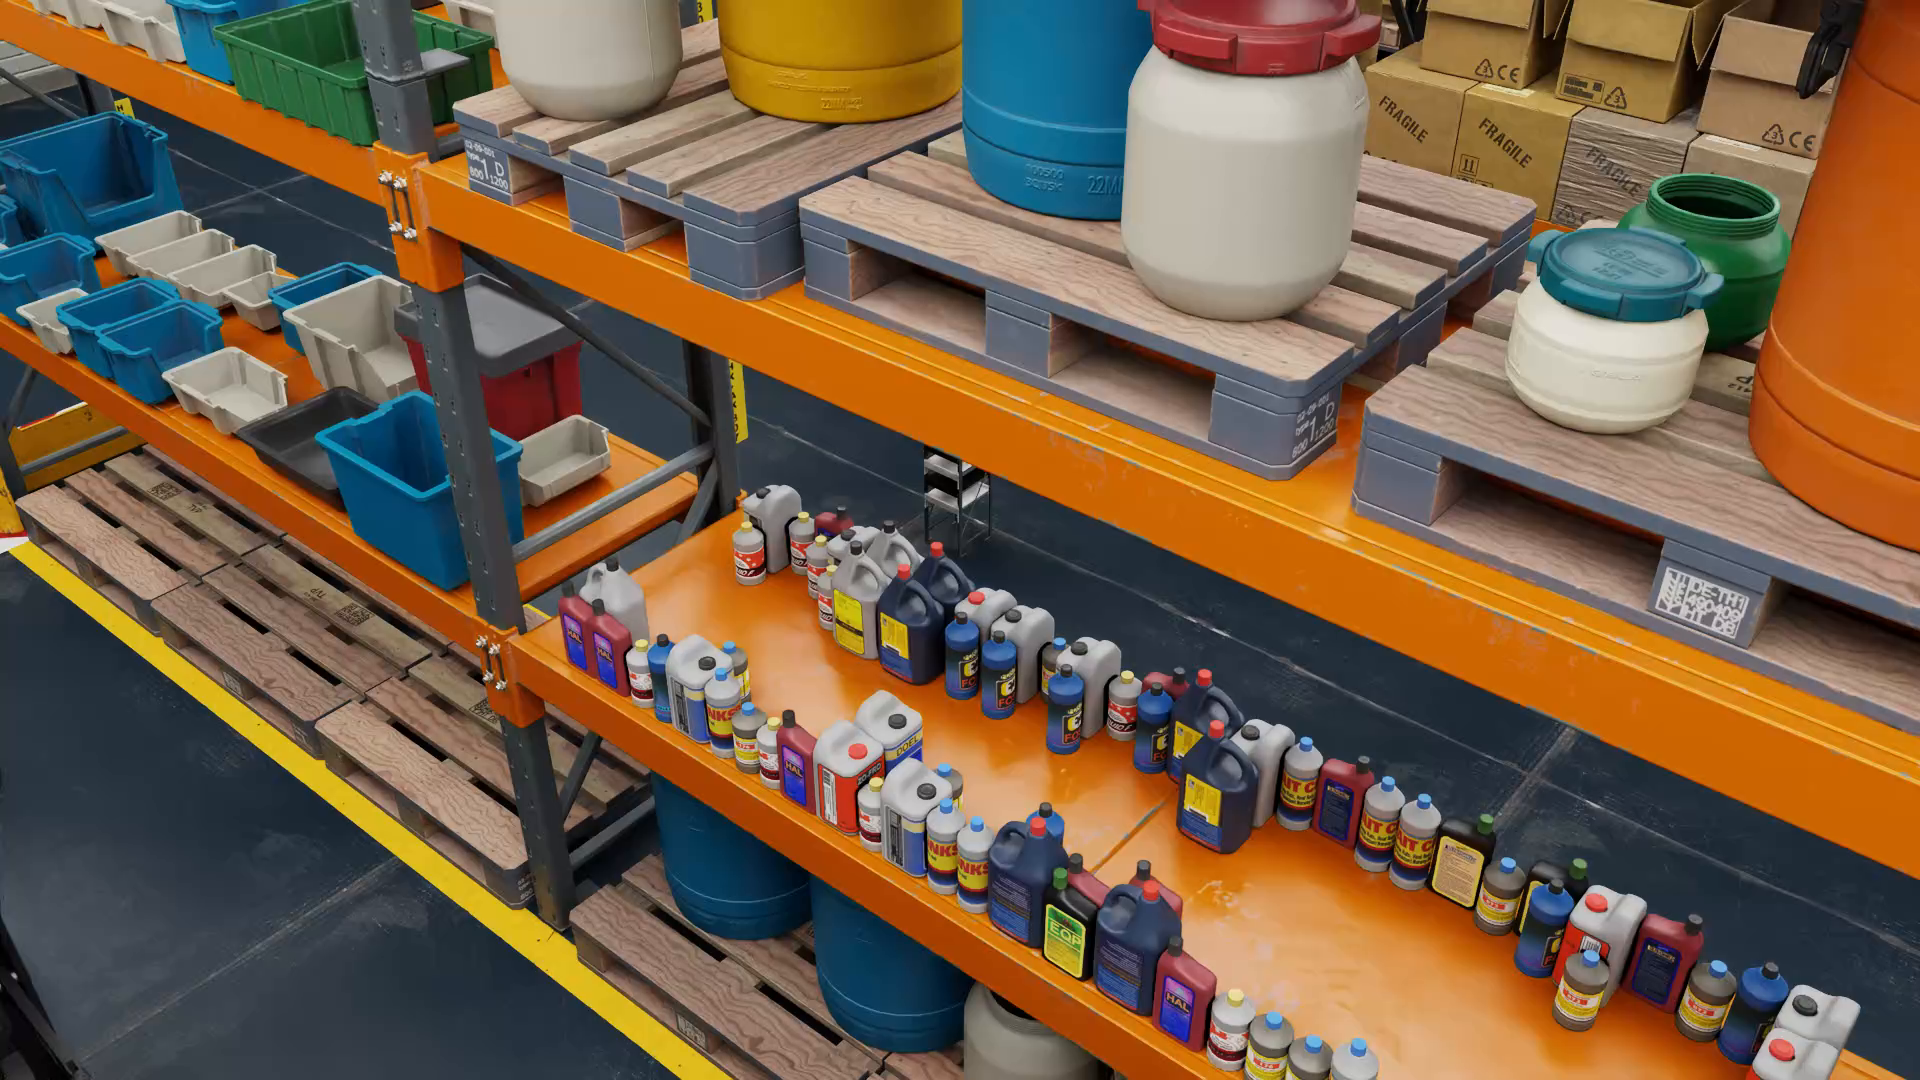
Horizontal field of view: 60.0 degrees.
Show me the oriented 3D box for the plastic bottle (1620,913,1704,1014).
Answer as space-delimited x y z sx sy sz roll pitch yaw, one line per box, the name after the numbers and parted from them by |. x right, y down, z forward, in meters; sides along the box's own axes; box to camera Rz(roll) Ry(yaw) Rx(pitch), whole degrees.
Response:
1.618 0.951 3.818 0.133 0.283 0.061 25 42 32 | plastic bottle

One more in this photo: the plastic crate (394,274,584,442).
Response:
-1.633 -0.593 5.855 0.583 0.464 0.402 25 42 32 | plastic crate

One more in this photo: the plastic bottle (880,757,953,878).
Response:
-0.105 0.694 4.199 0.135 0.276 0.152 25 42 32 | plastic bottle

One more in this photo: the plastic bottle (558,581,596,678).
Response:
-1.098 0.257 4.829 0.133 0.283 0.061 25 42 32 | plastic bottle

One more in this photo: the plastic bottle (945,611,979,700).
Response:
0.005 0.322 4.746 0.097 0.271 0.097 0 34 0 | plastic bottle

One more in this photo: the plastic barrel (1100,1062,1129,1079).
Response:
0.712 1.581 4.557 0.708 0.588 0.600 25 42 32 | plastic barrel

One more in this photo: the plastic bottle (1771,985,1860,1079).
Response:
1.841 1.093 3.618 0.135 0.276 0.152 25 42 32 | plastic bottle

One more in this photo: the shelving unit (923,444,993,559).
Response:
-0.006 -0.374 7.500 0.210 0.900 0.258 25 42 32 | shelving unit

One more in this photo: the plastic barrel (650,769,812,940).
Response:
-0.700 0.787 5.437 0.708 0.901 0.600 25 42 32 | plastic barrel

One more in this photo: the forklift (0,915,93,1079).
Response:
-2.428 1.203 3.410 3.031 2.935 1.130 28 43 34 | forklift

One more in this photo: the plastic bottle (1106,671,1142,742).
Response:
0.459 0.452 4.617 0.097 0.201 0.097 0 34 0 | plastic bottle

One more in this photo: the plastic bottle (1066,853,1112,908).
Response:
0.299 0.871 3.936 0.133 0.283 0.061 25 42 32 | plastic bottle

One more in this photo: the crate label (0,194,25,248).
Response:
-4.202 -1.281 7.061 0.303 0.233 0.416 25 42 32 | crate label

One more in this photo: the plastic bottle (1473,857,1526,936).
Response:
1.311 0.854 4.032 0.097 0.201 0.097 0 34 0 | plastic bottle

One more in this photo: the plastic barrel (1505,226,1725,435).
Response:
1.049 -0.338 2.694 0.301 0.262 0.301 0 34 0 | plastic barrel

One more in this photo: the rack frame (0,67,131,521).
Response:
-4.181 -1.558 7.370 0.127 3.000 1.000 25 42 32 | rack frame

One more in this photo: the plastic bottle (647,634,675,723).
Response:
-0.821 0.379 4.662 0.097 0.271 0.097 0 34 0 | plastic bottle

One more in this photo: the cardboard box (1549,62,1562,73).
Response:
2.972 -2.073 8.030 0.500 0.500 0.500 27 43 33 | cardboard box

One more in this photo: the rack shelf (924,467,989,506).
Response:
-0.006 -0.272 7.569 0.200 0.077 0.258 25 42 32 | rack shelf

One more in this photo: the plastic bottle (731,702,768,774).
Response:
-0.568 0.527 4.508 0.097 0.201 0.097 0 34 0 | plastic bottle

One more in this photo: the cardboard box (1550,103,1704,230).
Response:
3.027 -1.667 7.440 0.500 0.500 0.500 24 41 31 | cardboard box

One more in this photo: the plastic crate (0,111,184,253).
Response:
-3.804 -1.558 7.284 0.499 0.435 0.616 25 42 32 | plastic crate

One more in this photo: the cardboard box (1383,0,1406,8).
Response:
3.448 -4.272 12.943 0.250 0.149 0.380 26 42 32 | cardboard box

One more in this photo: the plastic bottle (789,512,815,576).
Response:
-0.491 0.005 5.269 0.097 0.201 0.097 0 34 0 | plastic bottle

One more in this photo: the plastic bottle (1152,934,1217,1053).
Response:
0.505 1.012 3.729 0.133 0.283 0.061 25 42 32 | plastic bottle

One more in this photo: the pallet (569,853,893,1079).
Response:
-0.541 1.338 5.616 1.213 0.211 1.003 25 42 32 | pallet

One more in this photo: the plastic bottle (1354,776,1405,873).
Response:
1.059 0.706 4.186 0.097 0.271 0.097 0 34 0 | plastic bottle

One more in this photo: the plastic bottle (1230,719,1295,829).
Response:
0.775 0.591 4.350 0.135 0.276 0.152 25 42 32 | plastic bottle

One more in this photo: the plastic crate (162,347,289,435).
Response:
-2.638 -0.526 6.046 0.466 0.136 0.293 25 42 32 | plastic crate

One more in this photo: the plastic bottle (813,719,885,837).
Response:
-0.284 0.610 4.321 0.135 0.276 0.152 25 42 32 | plastic bottle

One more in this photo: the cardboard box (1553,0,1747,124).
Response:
3.078 -2.238 7.384 0.637 0.503 0.797 26 42 32 | cardboard box

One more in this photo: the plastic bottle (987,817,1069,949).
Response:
0.164 0.794 3.988 0.185 0.351 0.144 25 42 32 | plastic bottle

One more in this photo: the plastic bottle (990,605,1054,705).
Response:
0.174 0.307 4.762 0.135 0.276 0.152 25 42 32 | plastic bottle

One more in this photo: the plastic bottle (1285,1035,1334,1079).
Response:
0.755 1.151 3.600 0.097 0.201 0.097 0 34 0 | plastic bottle

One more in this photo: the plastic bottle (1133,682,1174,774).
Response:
0.523 0.498 4.489 0.097 0.271 0.097 0 34 0 | plastic bottle

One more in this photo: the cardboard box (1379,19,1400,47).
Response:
3.405 -4.038 13.128 0.250 0.149 0.380 23 41 30 | cardboard box

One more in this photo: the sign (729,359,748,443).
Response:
-0.754 -0.462 5.529 0.005 0.325 0.100 25 42 32 | sign

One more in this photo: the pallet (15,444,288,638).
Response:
-3.572 -0.093 7.699 1.213 0.211 1.003 25 42 32 | pallet

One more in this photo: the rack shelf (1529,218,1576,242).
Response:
3.599 -1.243 7.546 4.000 0.370 1.077 25 42 32 | rack shelf

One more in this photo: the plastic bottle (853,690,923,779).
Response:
-0.186 0.544 4.418 0.135 0.276 0.152 25 42 32 | plastic bottle

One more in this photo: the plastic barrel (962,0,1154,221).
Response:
0.302 -1.174 3.347 0.708 0.901 0.600 25 42 32 | plastic barrel

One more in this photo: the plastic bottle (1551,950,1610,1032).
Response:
1.420 1.017 3.795 0.097 0.201 0.097 0 34 0 | plastic bottle

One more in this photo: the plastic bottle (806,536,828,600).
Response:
-0.427 0.079 5.160 0.097 0.201 0.097 0 34 0 | plastic bottle

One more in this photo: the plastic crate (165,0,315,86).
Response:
-2.011 -1.468 4.736 0.300 0.233 0.416 25 42 32 | plastic crate

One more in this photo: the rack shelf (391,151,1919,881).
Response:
0.430 -0.325 3.560 4.000 0.370 1.077 25 42 32 | rack shelf

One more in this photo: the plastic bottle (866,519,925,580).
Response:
-0.191 0.101 4.996 0.185 0.351 0.144 25 42 32 | plastic bottle

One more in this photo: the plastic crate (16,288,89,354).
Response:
-3.487 -0.844 6.509 0.298 0.136 0.250 25 42 32 | plastic crate

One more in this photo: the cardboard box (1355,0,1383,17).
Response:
1.857 -2.919 8.558 0.500 0.500 0.500 25 42 32 | cardboard box

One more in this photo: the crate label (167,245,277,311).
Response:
-2.996 -1.056 6.818 0.243 0.136 0.396 25 42 32 | crate label

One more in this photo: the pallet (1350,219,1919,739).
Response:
1.442 -0.139 2.820 1.213 0.211 1.003 25 42 32 | pallet

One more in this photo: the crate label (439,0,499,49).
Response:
-1.298 -1.540 4.926 0.466 0.136 0.293 25 42 32 | crate label

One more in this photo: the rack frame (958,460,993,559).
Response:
0.072 -0.337 7.446 0.006 0.900 0.240 25 42 32 | rack frame
